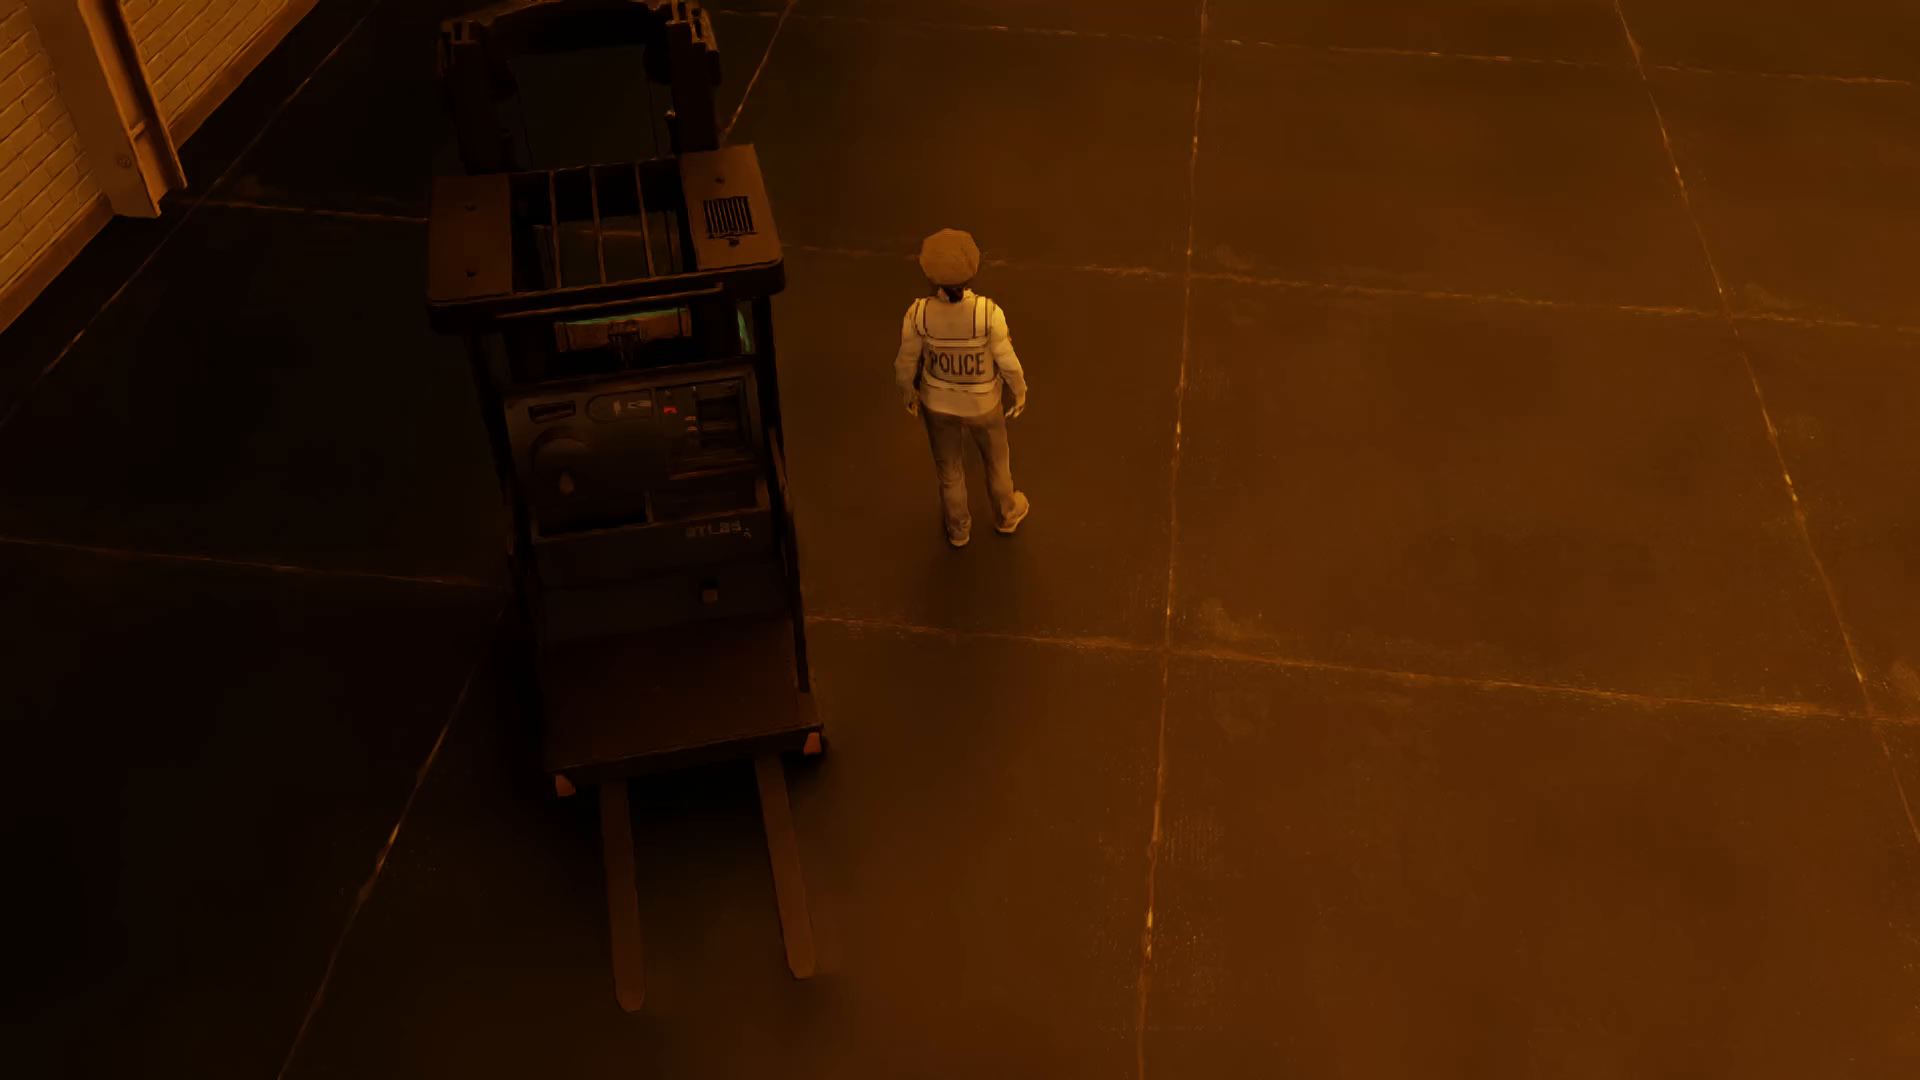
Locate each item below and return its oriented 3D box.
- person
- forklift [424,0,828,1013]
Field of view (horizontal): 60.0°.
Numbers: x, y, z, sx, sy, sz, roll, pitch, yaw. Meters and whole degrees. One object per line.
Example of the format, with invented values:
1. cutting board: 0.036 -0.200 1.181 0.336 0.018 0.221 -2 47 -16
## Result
1. person: 0.016 -0.674 7.361 0.586 1.695 0.533 5 43 6
2. forklift: -1.169 -0.323 6.076 1.130 2.935 3.031 -8 43 -9
